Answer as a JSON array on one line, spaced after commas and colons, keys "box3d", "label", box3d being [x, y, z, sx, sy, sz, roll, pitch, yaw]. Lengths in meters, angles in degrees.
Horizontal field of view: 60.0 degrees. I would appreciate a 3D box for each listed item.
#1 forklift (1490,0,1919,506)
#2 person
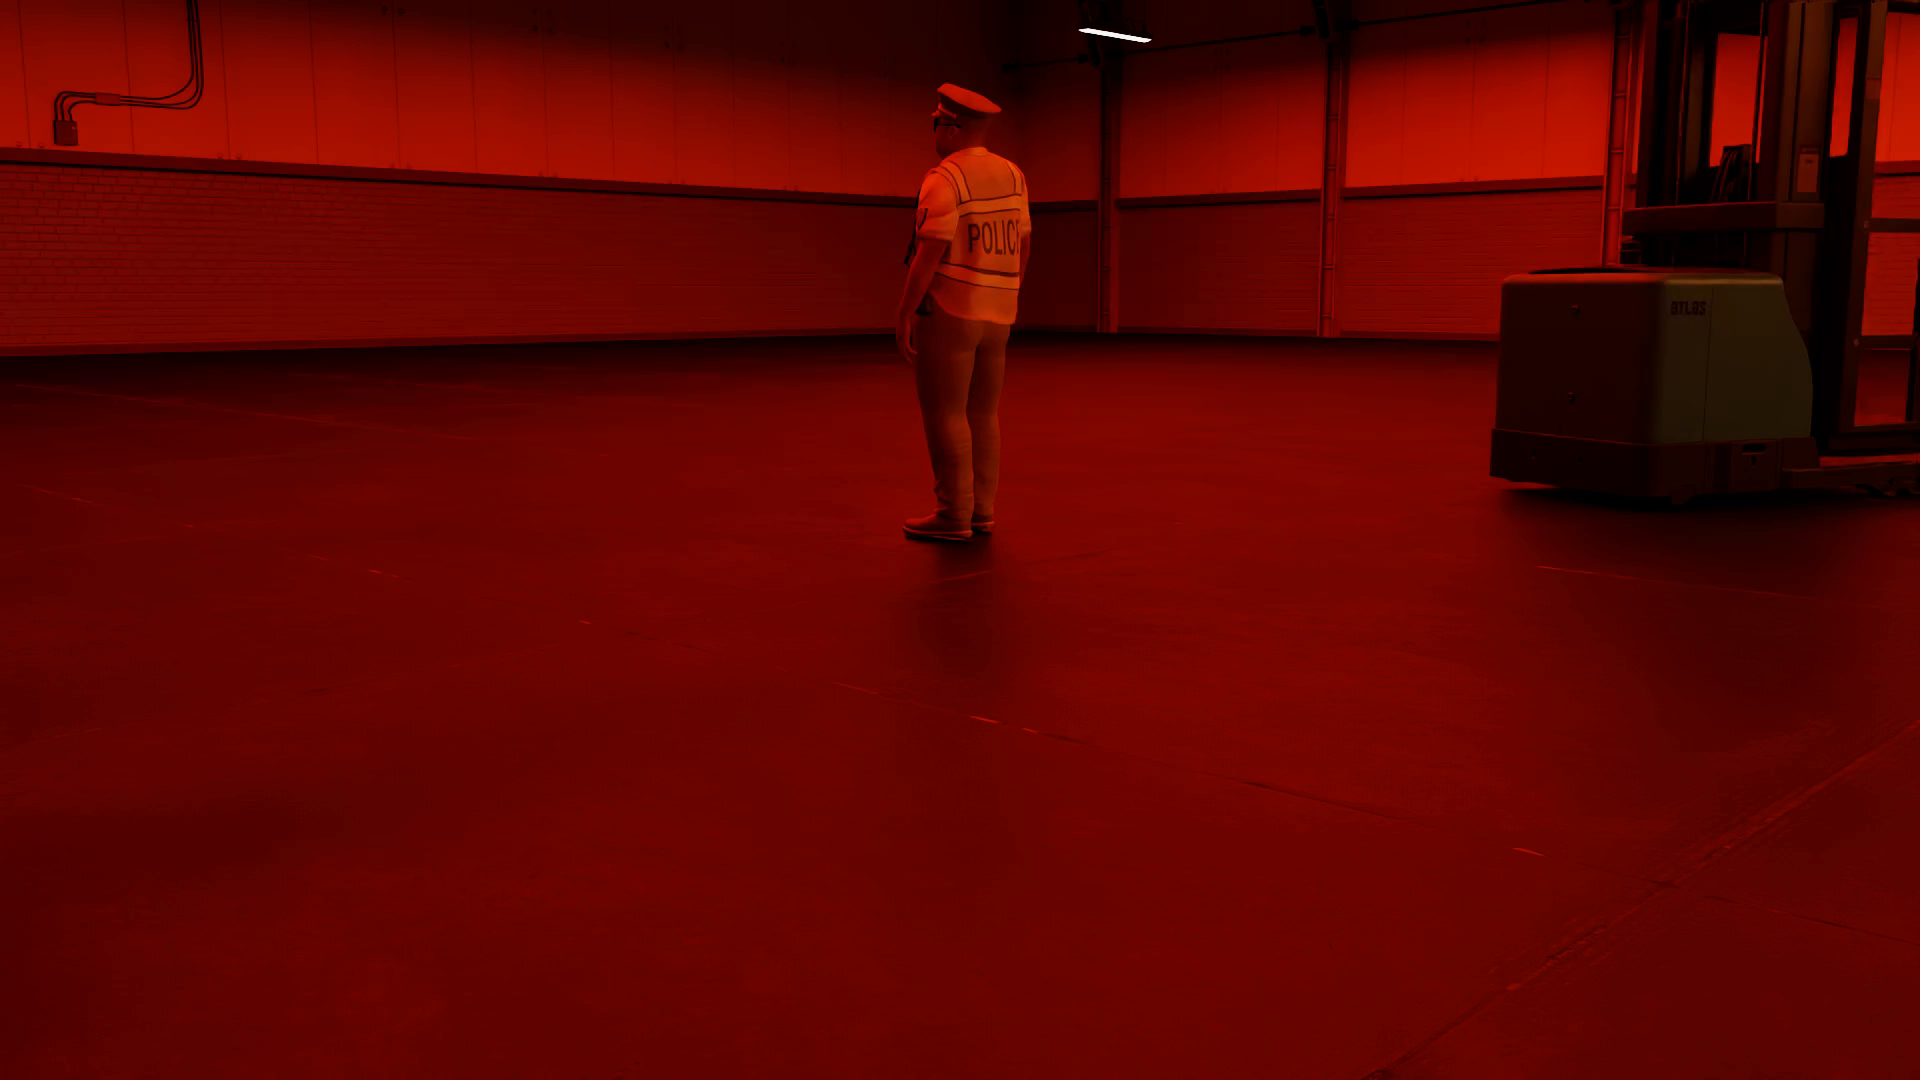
[{"box3d": [4.233, -1.726, 8.338, 3.031, 2.935, 1.130, -4, 9, -23], "label": "forklift"}, {"box3d": [-0.047, -0.897, 6.646, 0.575, 1.781, 0.640, 8, 12, 43], "label": "person"}]
